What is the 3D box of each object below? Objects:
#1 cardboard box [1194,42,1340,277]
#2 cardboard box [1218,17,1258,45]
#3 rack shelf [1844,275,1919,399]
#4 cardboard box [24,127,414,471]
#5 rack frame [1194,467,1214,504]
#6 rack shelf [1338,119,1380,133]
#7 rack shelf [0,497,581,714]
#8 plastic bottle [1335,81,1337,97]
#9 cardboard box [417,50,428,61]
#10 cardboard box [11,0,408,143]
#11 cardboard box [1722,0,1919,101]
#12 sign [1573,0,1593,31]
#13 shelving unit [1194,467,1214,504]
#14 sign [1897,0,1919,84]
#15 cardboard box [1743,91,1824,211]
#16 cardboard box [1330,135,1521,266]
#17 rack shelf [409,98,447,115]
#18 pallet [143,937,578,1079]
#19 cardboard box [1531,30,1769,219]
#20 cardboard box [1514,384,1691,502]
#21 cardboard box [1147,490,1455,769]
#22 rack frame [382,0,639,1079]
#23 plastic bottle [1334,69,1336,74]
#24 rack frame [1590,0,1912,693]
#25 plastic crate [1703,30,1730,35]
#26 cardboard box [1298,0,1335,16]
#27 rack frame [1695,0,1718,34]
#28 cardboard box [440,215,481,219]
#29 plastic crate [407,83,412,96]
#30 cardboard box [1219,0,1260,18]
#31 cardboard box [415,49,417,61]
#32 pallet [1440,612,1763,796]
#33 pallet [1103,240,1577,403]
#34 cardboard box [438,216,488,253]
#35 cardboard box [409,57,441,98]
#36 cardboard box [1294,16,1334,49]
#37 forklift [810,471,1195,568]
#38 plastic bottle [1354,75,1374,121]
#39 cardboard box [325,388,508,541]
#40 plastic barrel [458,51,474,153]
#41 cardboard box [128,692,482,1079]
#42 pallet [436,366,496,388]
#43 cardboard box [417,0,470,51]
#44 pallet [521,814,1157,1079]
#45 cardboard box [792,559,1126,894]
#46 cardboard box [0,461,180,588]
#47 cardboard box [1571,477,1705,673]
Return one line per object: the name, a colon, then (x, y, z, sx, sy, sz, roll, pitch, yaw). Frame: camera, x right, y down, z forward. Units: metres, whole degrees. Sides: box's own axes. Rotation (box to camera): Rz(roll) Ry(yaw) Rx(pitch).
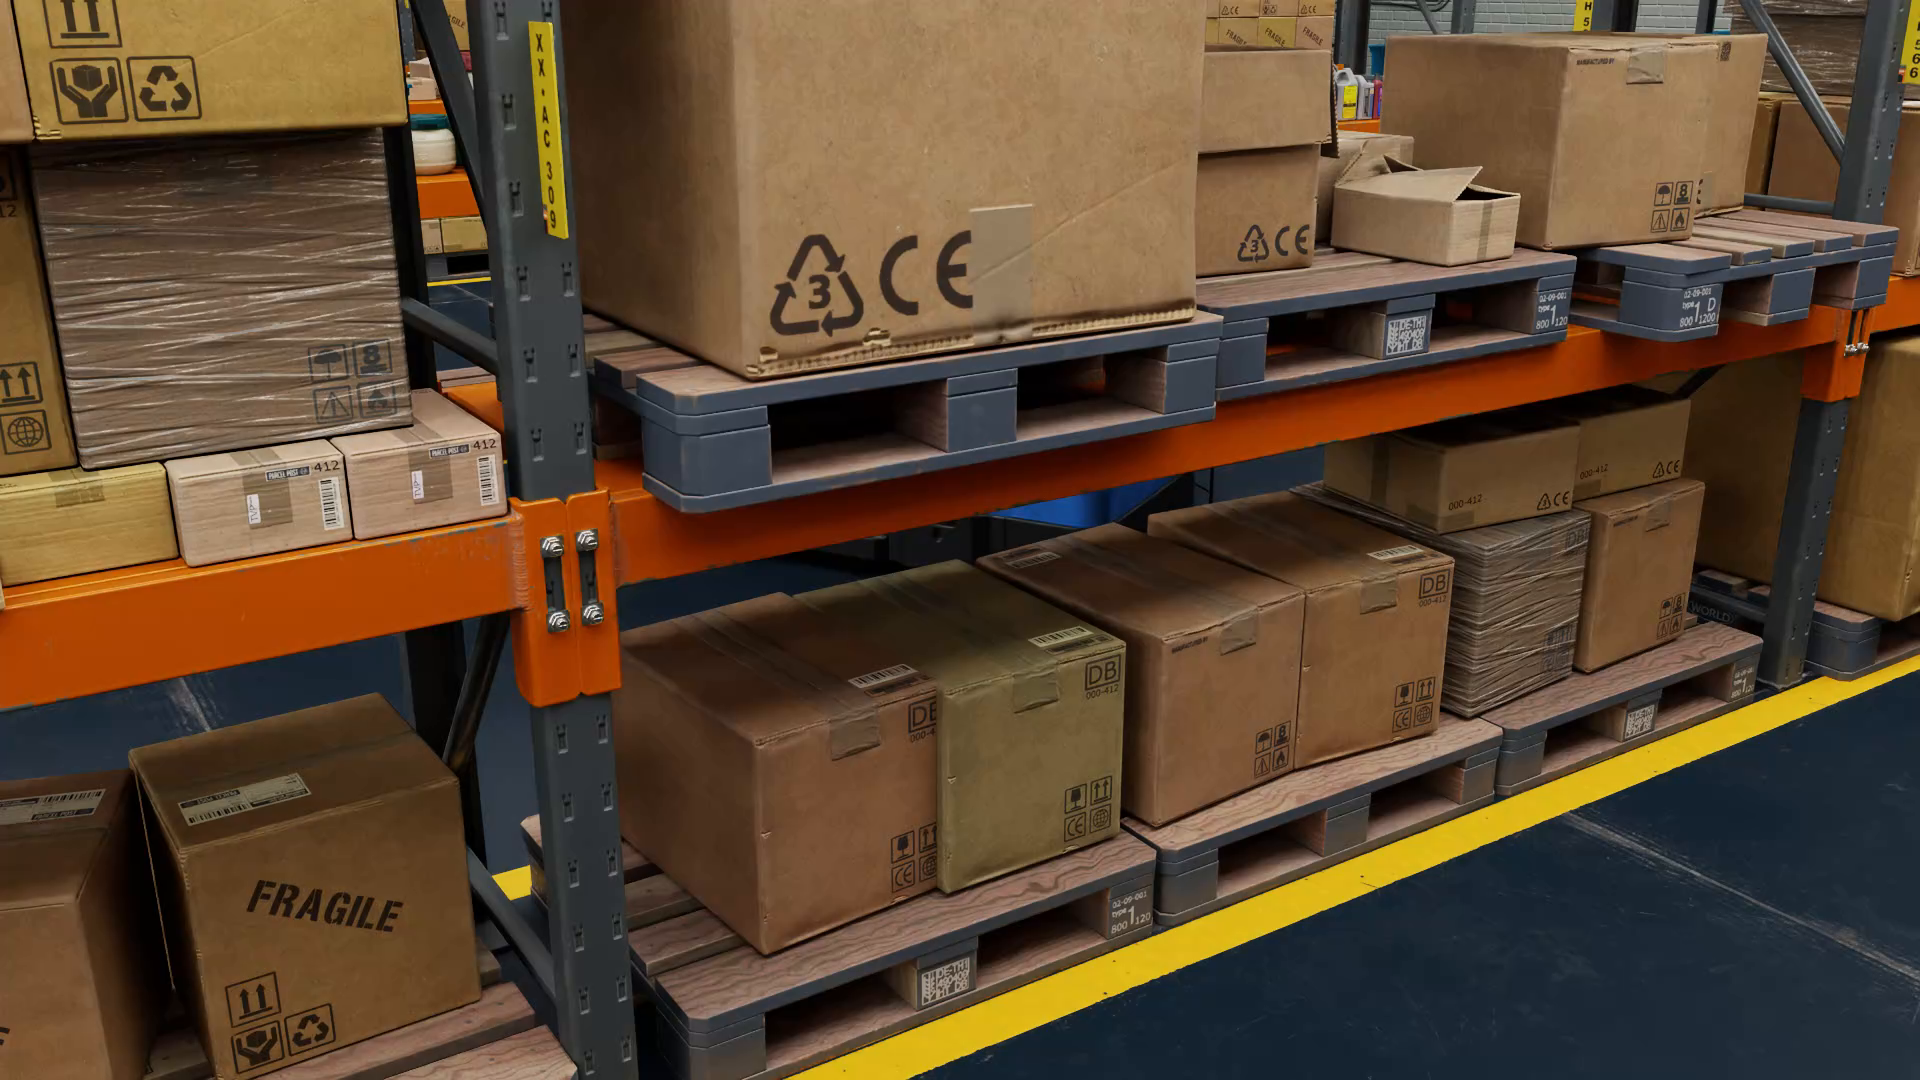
cardboard box: (0.447, -0.952, 4.060, 0.637, 0.503, 0.797, -9, 21, -26)
cardboard box: (2.551, -4.855, 16.266, 0.500, 0.500, 0.500, -12, 22, -31)
rack shelf: (4.061, -1.090, 6.409, 4.000, 0.370, 1.077, -12, 22, -31)
cardboard box: (-1.360, -0.500, 2.918, 0.500, 0.500, 0.875, -12, 22, -31)
rack frame: (1.041, -0.603, 7.123, 0.006, 0.900, 0.240, -7, 20, -20)
rack shelf: (1.337, -2.415, 10.328, 4.000, 0.370, 1.077, -12, 22, -31)
rack shelf: (-2.621, 0.319, 2.241, 4.000, 0.370, 1.077, -12, 22, -31)
plastic bottle: (2.265, -2.803, 10.428, 0.185, 0.351, 0.144, -12, 22, -31)
cardboard box: (-5.380, -4.940, 17.034, 0.250, 0.149, 0.380, -12, 22, -32)
cardboard box: (-1.175, -0.883, 2.492, 0.500, 0.500, 0.500, -12, 22, -31)
cardboard box: (3.010, -1.726, 5.443, 0.637, 0.503, 0.797, -11, 22, -30)
sign: (2.082, -1.775, 5.504, 0.005, 0.325, 0.100, -12, 22, -31)
shelving unit: (0.946, -0.591, 7.088, 0.210, 0.900, 0.258, -7, 20, -20)
sign: (2.697, -1.446, 4.654, 0.005, 0.325, 0.100, -12, 22, -31)
cardboard box: (2.666, -1.279, 5.689, 0.500, 0.500, 0.500, -11, 22, -30)
cardboard box: (1.146, -0.848, 4.123, 0.258, 0.266, 0.396, -13, 22, -33)
rack shelf: (-4.725, -3.036, 12.164, 4.000, 0.370, 1.077, -12, 22, -31)
pallet: (-1.492, 1.075, 3.236, 1.213, 0.211, 1.003, -12, 22, -31)
cardboard box: (1.961, -1.219, 4.855, 0.500, 0.500, 0.500, -15, 24, -38)
cardboard box: (1.847, -0.332, 5.089, 0.500, 0.250, 0.500, -11, 22, -29)
cardboard box: (0.916, 0.223, 4.617, 0.500, 0.500, 0.700, -10, 21, -27)
rack frame: (-0.950, -0.374, 3.168, 0.127, 3.000, 1.000, -12, 22, -31)
plastic bottle: (2.340, -2.874, 10.638, 0.185, 0.351, 0.144, -12, 22, -31)
rack frame: (2.390, -1.079, 5.252, 0.127, 3.000, 1.000, -12, 22, -31)
plastic crate: (6.171, -3.749, 13.001, 0.499, 0.435, 0.616, -12, 22, -31)
cardboard box: (3.406, -5.507, 16.634, 0.500, 0.500, 0.500, -12, 22, -32)
rack frame: (6.348, -3.813, 13.338, 0.127, 3.000, 1.000, -12, 22, -31)
cardboard box: (-3.787, -2.640, 12.631, 0.500, 0.311, 0.500, -12, 22, -32)
plastic crate: (-2.924, -1.969, 7.910, 0.575, 0.384, 0.392, -12, 22, -31)
cardboard box: (2.554, -5.325, 16.096, 0.500, 0.500, 0.500, -11, 22, -30)
cardboard box: (-5.651, -5.070, 17.418, 0.250, 0.149, 0.380, -12, 22, -31)
pallet: (1.737, 0.380, 5.292, 1.213, 0.211, 1.003, -12, 22, -31)
pallet: (0.760, -0.628, 4.219, 1.213, 0.211, 1.003, -12, 22, -31)
cardboard box: (-3.789, -2.376, 12.726, 0.500, 0.250, 0.500, -12, 22, -32)
cardboard box: (-3.908, -3.581, 12.793, 0.500, 0.311, 0.500, -12, 22, -32)
cardboard box: (3.402, -5.034, 16.795, 0.500, 0.500, 0.500, -11, 22, -30)
forklift: (-0.605, -1.488, 6.571, 3.031, 2.935, 1.130, 9, 21, 26)
plastic bottle: (2.551, -2.829, 10.623, 0.135, 0.276, 0.152, -12, 22, -31)
cardboard box: (-0.968, -0.139, 2.863, 0.250, 0.149, 0.380, -12, 22, -31)
plastic barrel: (-2.142, -2.002, 7.772, 0.433, 0.535, 0.433, 0, 19, 0)
cardboard box: (-1.306, 0.671, 3.324, 0.500, 0.500, 0.500, -13, 22, -33)
pallet: (-2.020, -0.743, 8.612, 1.213, 0.211, 1.003, -12, 22, -31)
cardboard box: (-5.236, -5.268, 16.992, 0.500, 0.500, 0.500, -11, 22, -30)
pallet: (-0.301, 0.809, 4.021, 1.213, 0.211, 1.003, -12, 22, -31)
cardboard box: (-0.017, 0.420, 4.034, 0.500, 0.500, 0.700, -12, 22, -32)
cardboard box: (-1.424, -0.069, 2.658, 0.250, 0.149, 0.380, -12, 22, -31)
cardboard box: (1.842, 0.021, 5.217, 0.500, 0.500, 0.700, -13, 23, -34)
